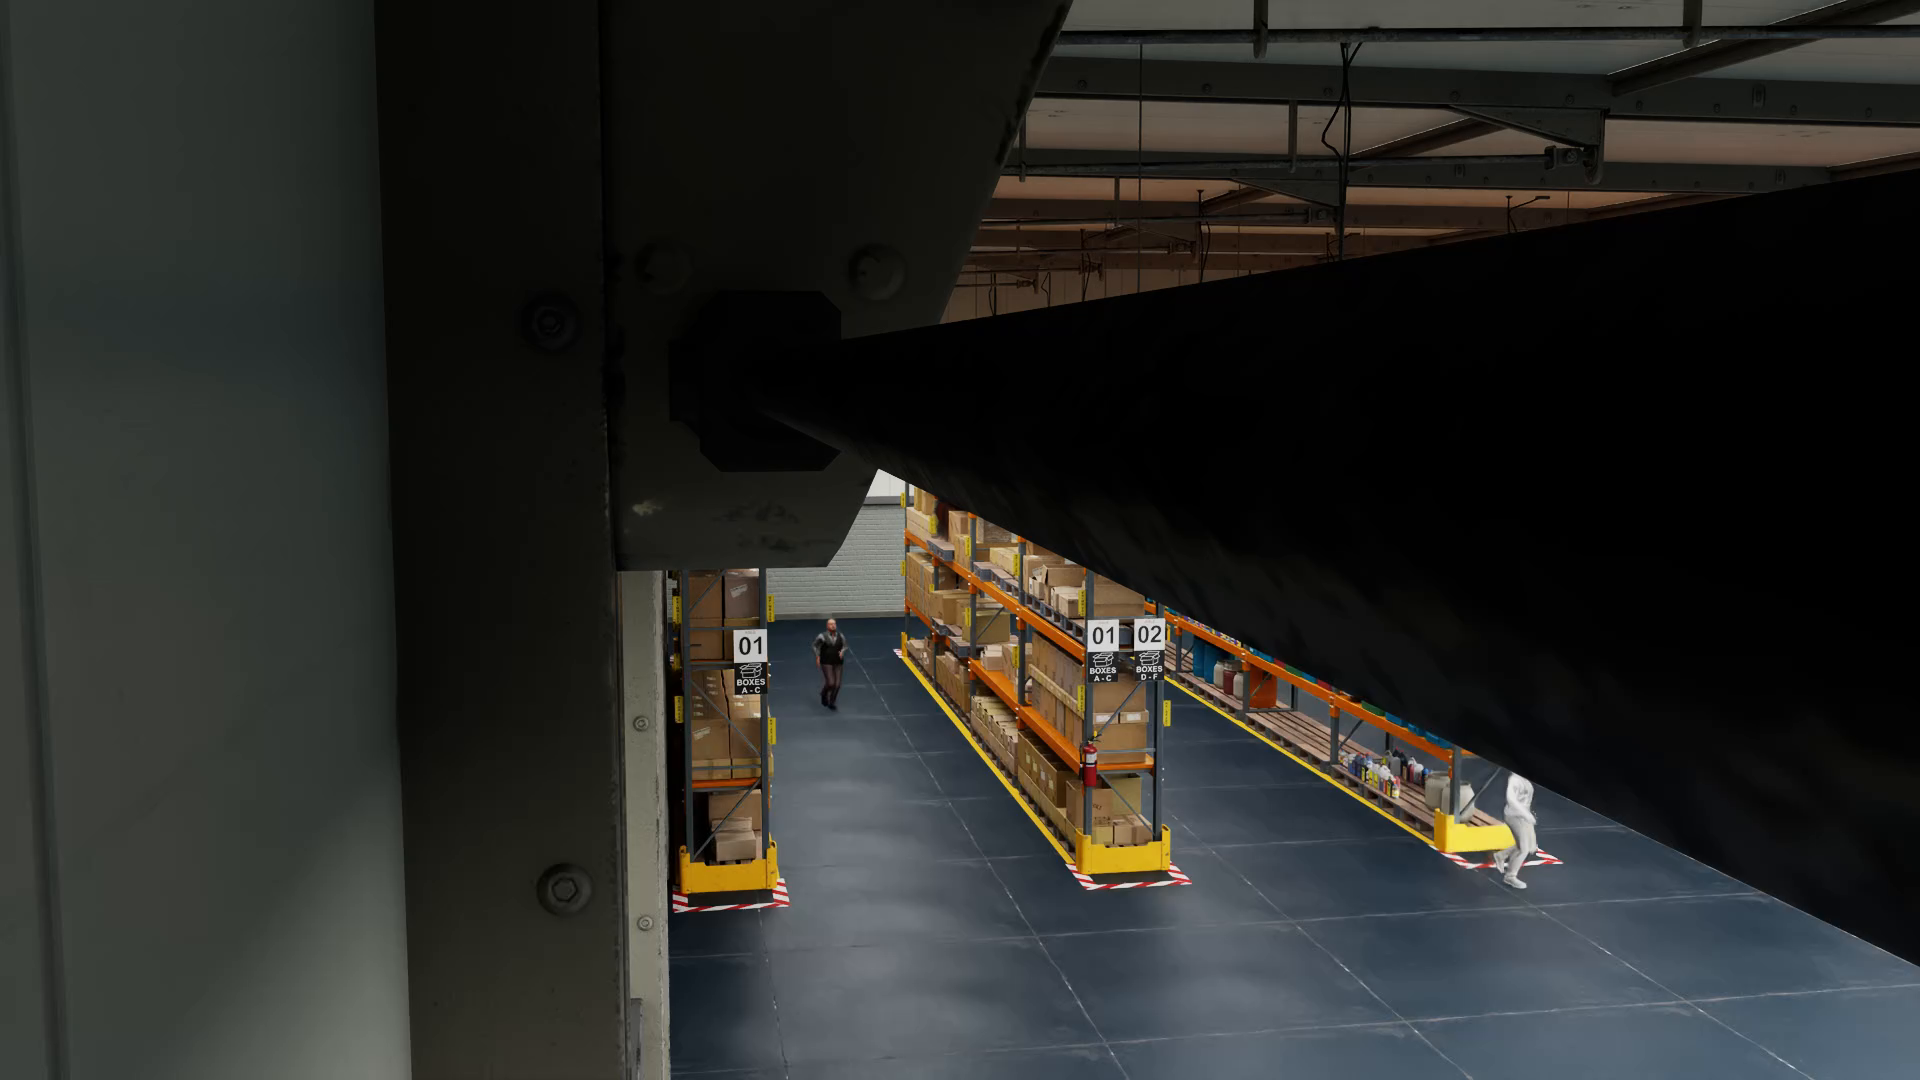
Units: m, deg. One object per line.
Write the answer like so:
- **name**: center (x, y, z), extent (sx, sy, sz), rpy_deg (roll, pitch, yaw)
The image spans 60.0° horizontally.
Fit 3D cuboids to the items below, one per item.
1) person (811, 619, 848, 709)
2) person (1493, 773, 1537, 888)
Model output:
- **person**: center (-2.360, 2.306, 30.699), extent (0.644, 1.680, 0.591), rpy_deg (-3, 6, -23)
- **person**: center (6.871, 3.408, 20.468), extent (0.504, 1.655, 0.670), rpy_deg (4, 7, 31)
